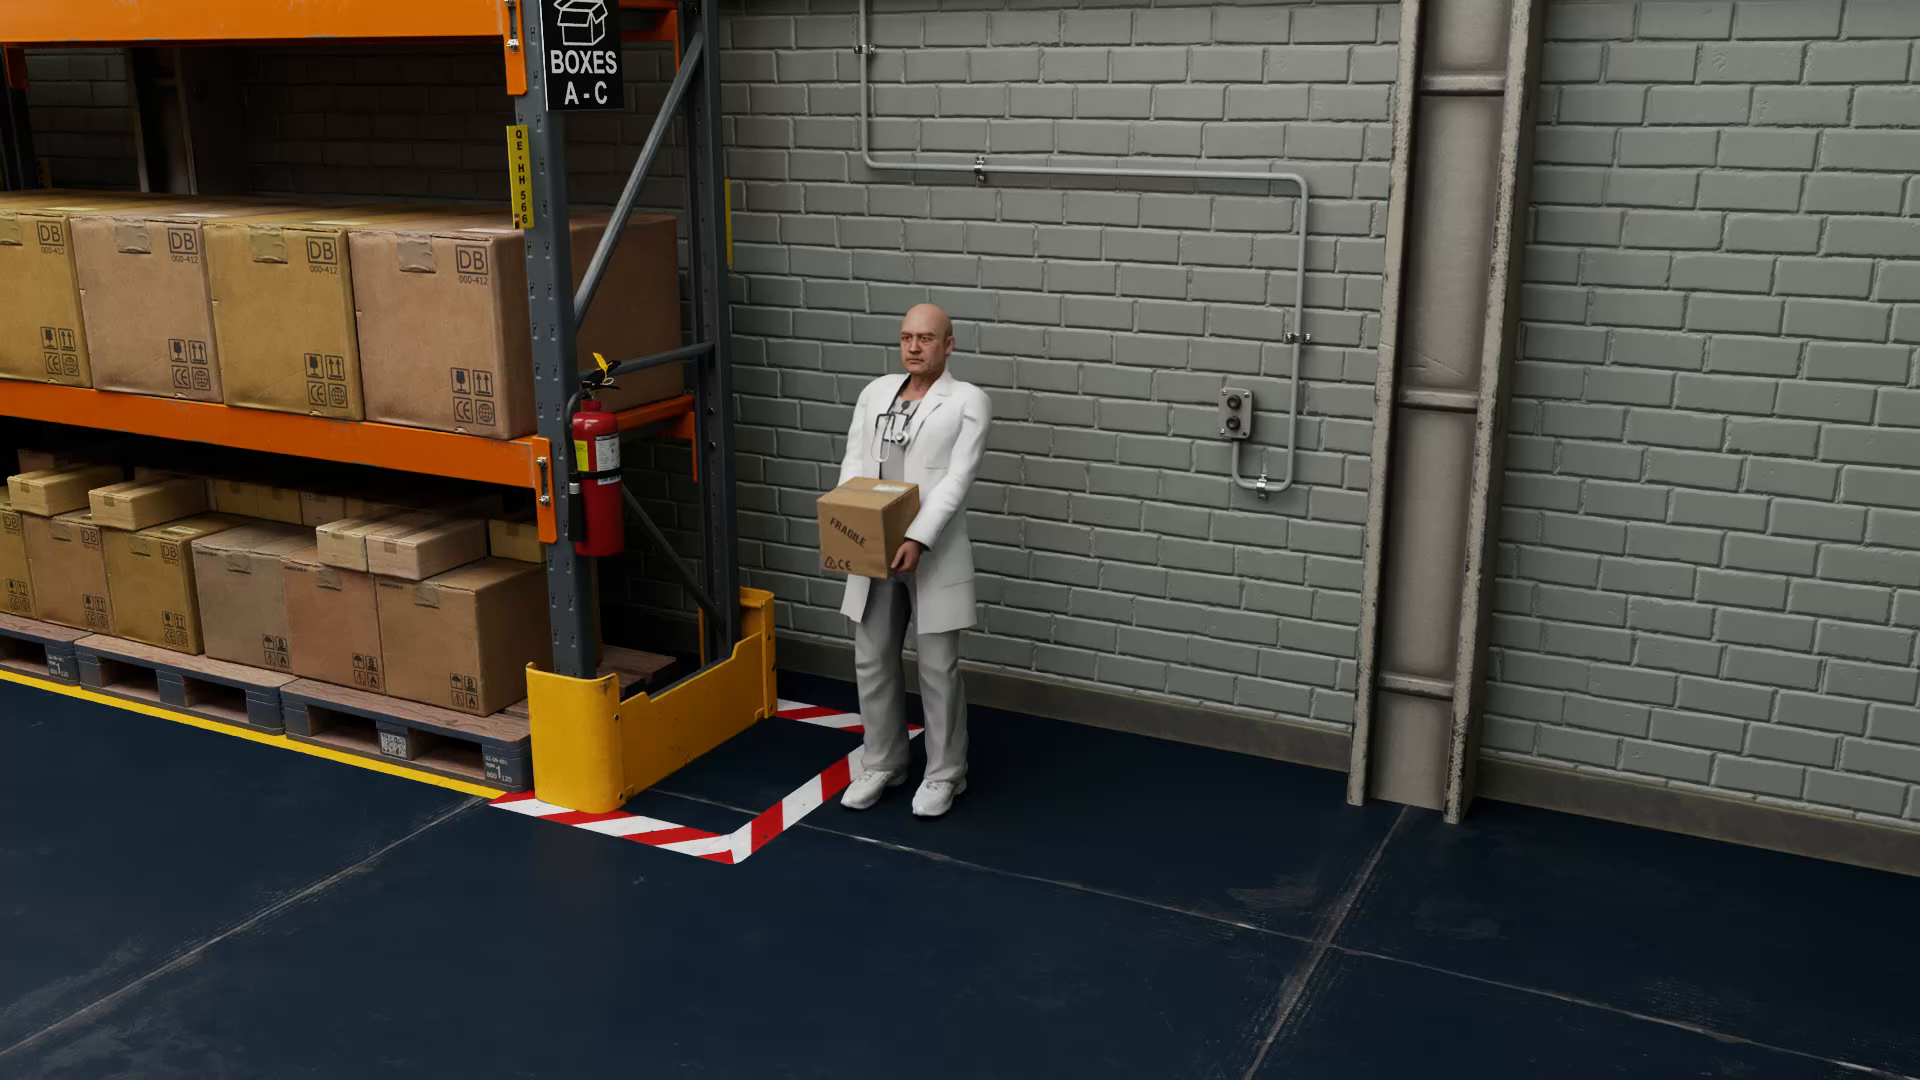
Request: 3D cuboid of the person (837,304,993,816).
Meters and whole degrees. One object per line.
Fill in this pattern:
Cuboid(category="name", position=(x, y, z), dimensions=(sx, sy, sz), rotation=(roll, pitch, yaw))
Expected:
Cuboid(category="person", position=(-0.205, 0.089, 5.745), dimensions=(0.529, 1.772, 0.553), rotation=(8, 17, 27))
